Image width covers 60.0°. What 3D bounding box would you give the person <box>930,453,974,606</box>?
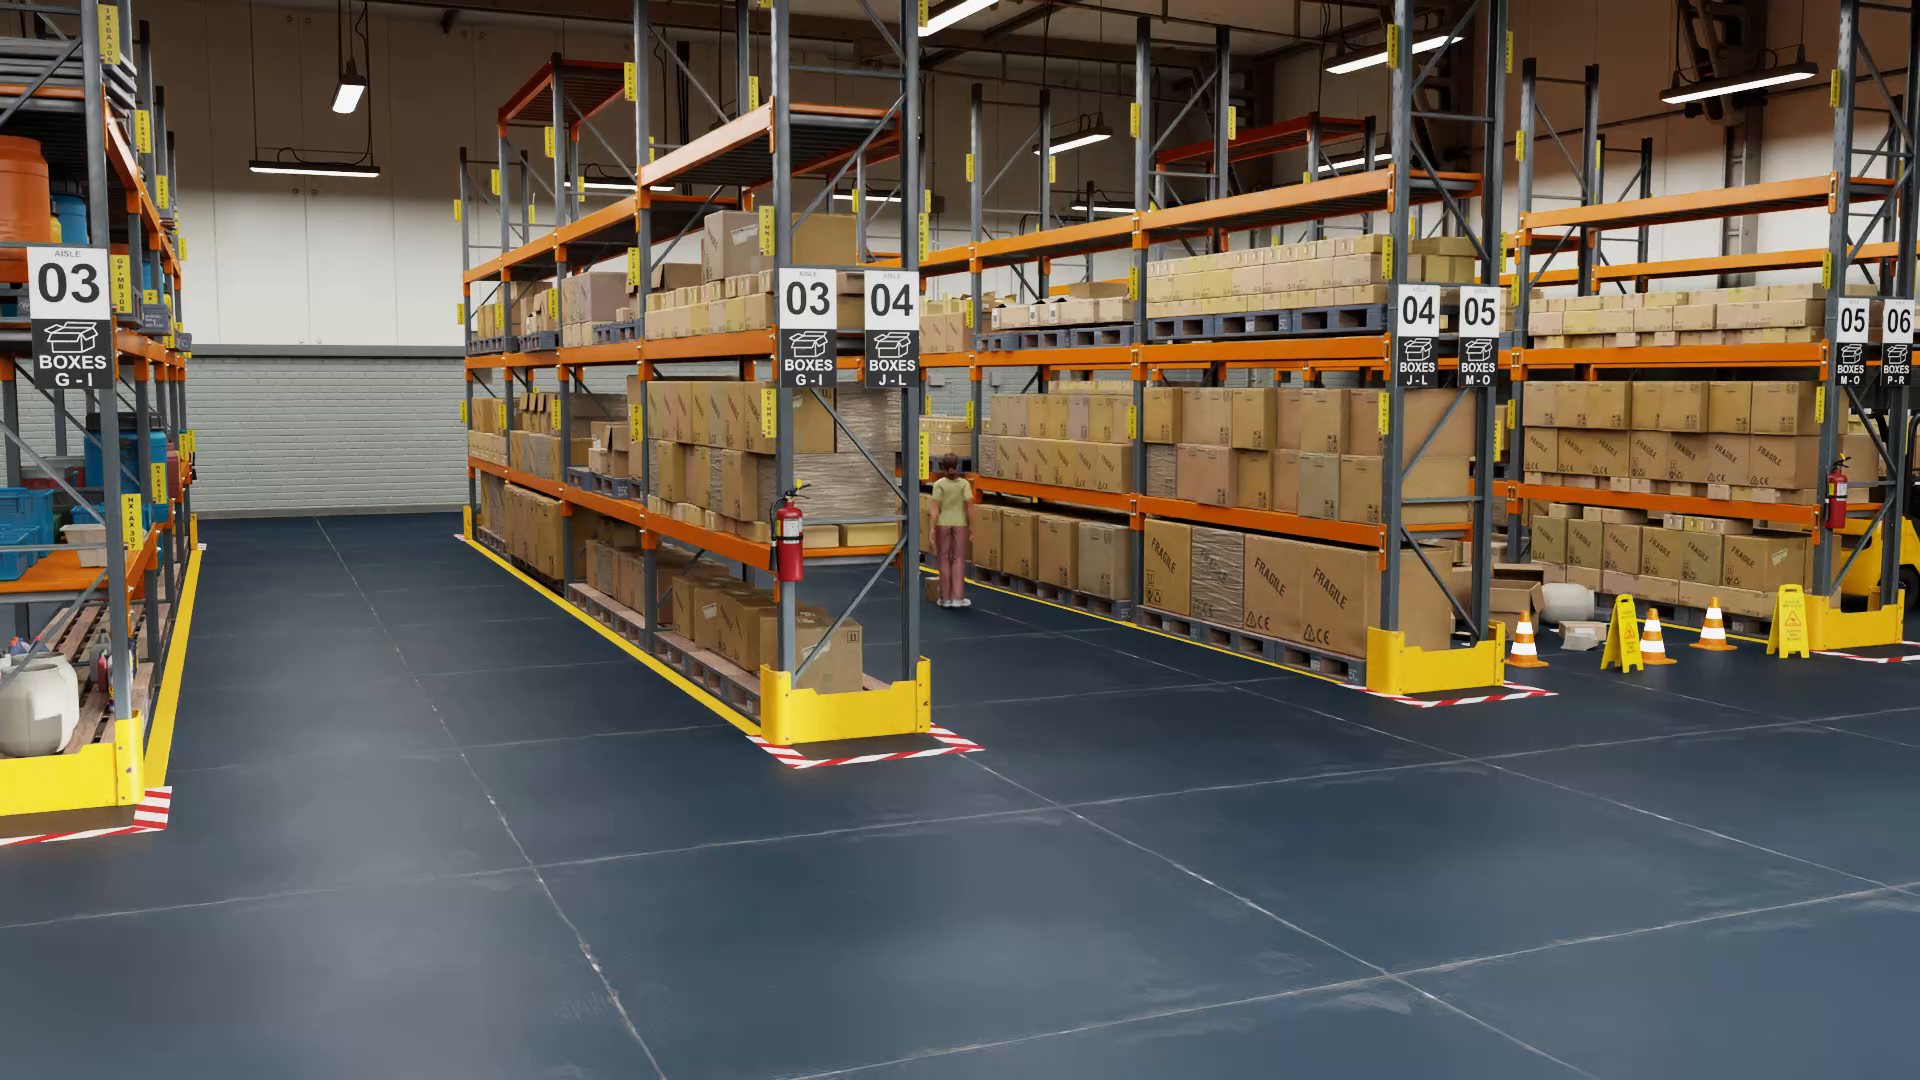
[{"bbox_3d":[-0.093,-0.113,18.005,0.489,1.667,0.406,-1,6,-8],"label":"person"}]
